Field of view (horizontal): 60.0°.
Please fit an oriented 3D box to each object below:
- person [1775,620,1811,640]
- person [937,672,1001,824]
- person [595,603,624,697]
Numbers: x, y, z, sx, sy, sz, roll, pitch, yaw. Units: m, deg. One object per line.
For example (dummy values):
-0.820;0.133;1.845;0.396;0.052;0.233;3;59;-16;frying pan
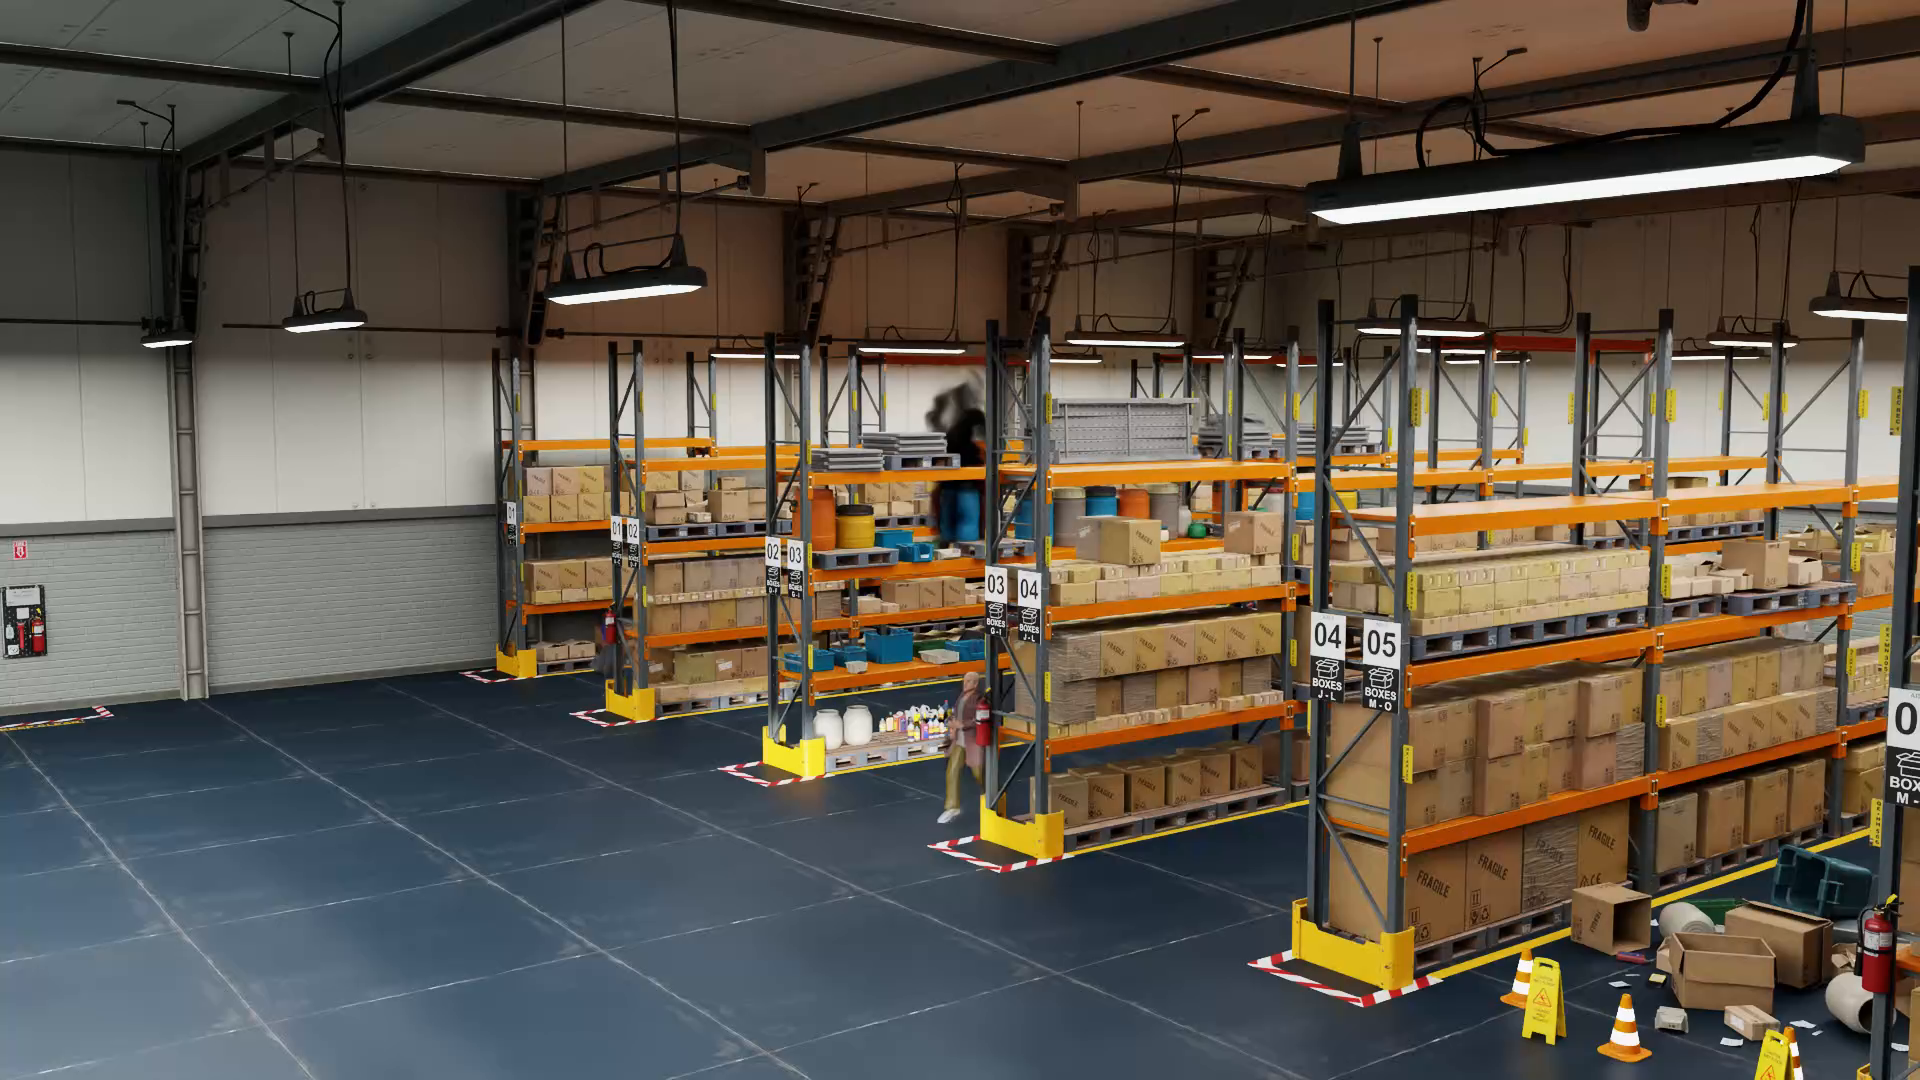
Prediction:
14.478;1.817;28.745;0.583;1.620;0.989;-1;5;-16;person
0.117;2.487;20.161;0.929;1.801;0.699;-5;7;-44;person
-5.938;1.883;28.329;0.543;1.605;0.603;-4;6;-38;person
